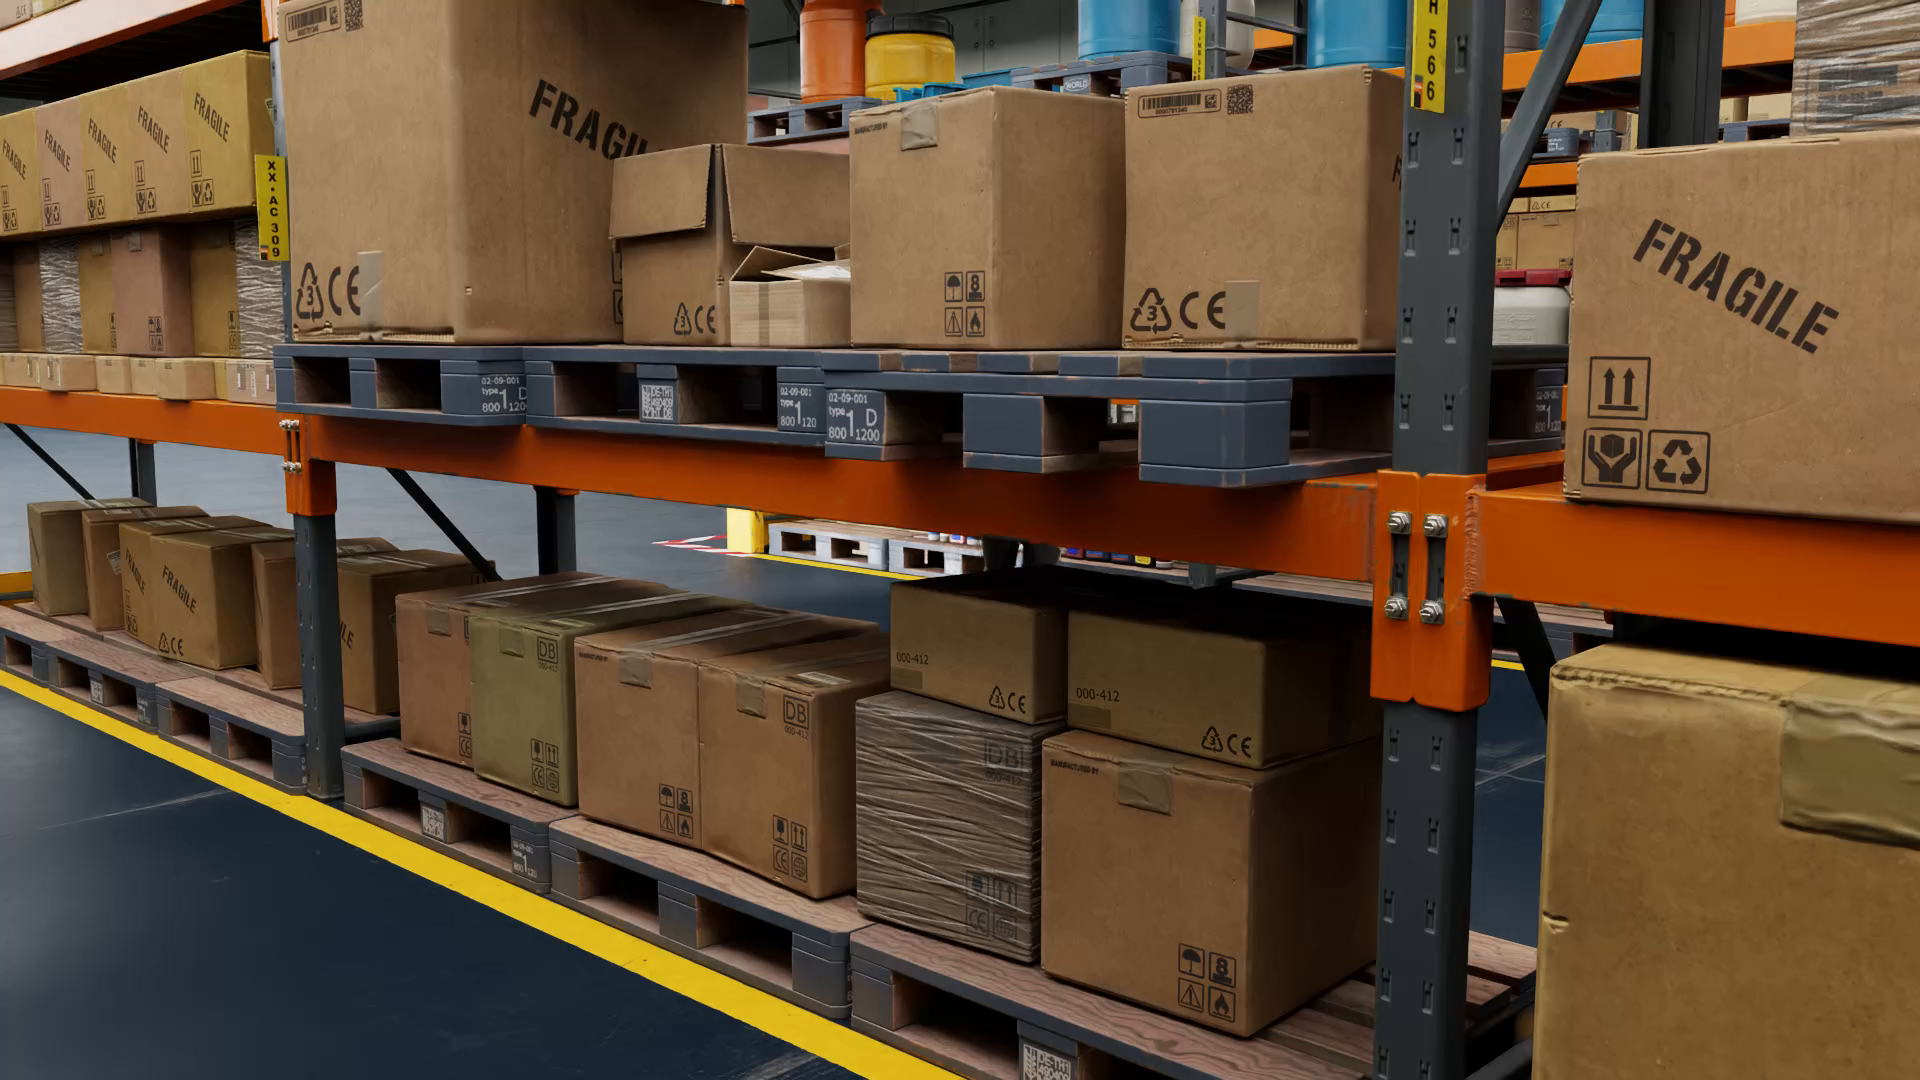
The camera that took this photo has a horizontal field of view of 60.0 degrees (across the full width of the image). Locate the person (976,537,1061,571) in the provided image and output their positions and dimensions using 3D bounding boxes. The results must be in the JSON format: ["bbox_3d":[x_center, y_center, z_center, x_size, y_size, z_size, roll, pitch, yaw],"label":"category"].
[{"bbox_3d":[0.286,-0.138,6.966,0.464,1.711,0.469,1,7,10],"label":"person"}]
